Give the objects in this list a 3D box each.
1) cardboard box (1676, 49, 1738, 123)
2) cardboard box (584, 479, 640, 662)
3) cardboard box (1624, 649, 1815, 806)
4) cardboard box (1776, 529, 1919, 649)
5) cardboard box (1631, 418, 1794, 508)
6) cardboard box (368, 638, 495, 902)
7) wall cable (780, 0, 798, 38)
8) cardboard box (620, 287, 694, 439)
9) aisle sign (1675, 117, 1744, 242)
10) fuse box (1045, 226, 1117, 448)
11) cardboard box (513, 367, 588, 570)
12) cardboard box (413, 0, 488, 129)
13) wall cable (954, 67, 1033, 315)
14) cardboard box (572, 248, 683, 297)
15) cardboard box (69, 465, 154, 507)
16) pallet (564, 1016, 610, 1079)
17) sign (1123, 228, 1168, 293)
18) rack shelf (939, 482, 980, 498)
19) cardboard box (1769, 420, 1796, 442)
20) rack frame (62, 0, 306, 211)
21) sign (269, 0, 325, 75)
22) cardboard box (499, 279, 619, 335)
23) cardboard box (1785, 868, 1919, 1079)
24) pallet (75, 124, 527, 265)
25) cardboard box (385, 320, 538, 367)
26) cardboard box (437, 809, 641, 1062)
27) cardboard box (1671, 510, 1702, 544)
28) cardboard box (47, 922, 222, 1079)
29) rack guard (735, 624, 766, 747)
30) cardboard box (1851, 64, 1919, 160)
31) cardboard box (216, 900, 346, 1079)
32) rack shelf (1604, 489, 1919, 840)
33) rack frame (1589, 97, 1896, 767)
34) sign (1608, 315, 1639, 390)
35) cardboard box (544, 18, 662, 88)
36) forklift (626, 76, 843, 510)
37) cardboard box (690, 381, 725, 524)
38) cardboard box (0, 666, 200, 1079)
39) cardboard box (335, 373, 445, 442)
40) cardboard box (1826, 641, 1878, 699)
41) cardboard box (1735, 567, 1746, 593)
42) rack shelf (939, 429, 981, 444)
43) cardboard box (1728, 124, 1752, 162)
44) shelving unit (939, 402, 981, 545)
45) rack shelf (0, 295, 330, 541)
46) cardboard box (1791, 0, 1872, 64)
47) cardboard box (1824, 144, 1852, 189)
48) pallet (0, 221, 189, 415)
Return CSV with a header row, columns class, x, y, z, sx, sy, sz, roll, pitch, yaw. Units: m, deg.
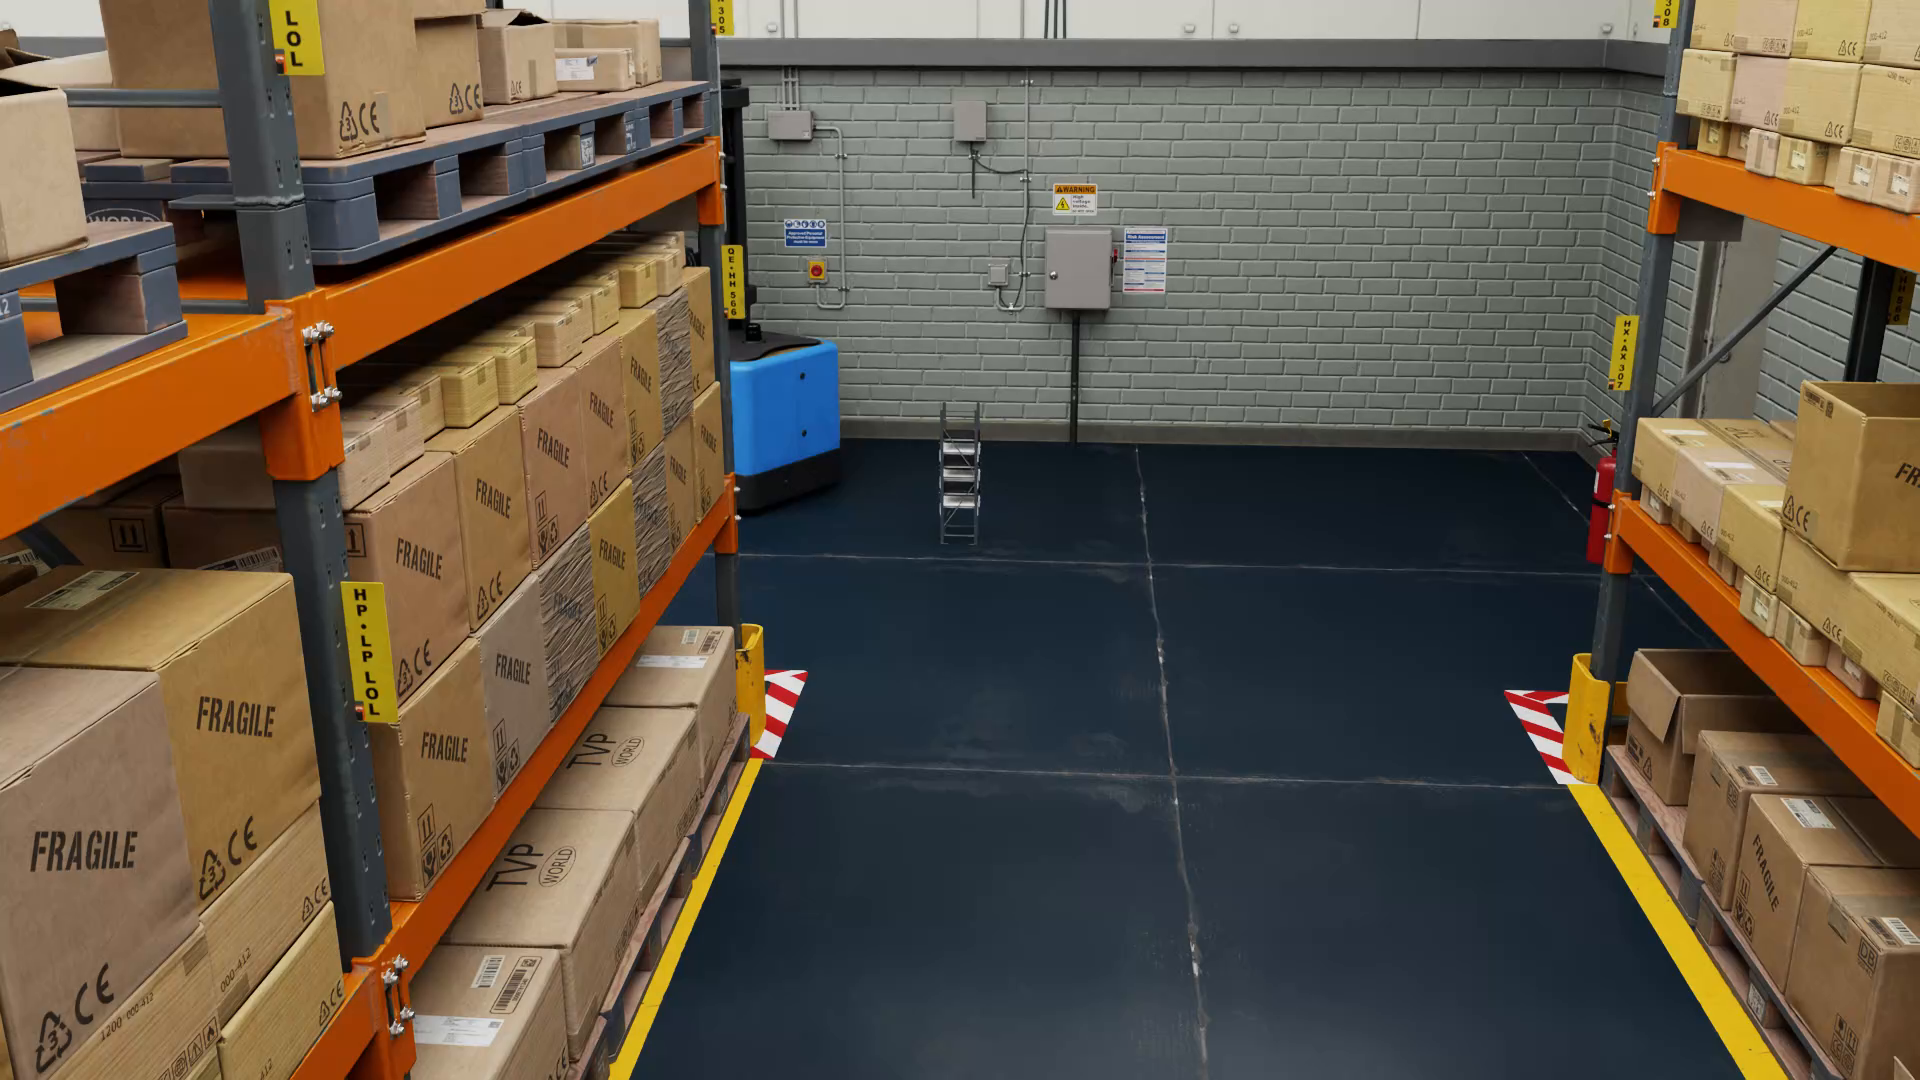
class,x,y,z,sx,sy,sz,roll,pitch,yaw
cardboard box,3.103,-1.747,6.383,0.500,0.250,0.500,1,18,3
cardboard box,-1.417,0.092,5.665,0.500,0.500,0.500,2,18,6
cardboard box,3.269,0.792,7.025,0.797,0.503,0.637,1,18,2
cardboard box,3.022,0.155,5.395,0.500,0.250,0.500,1,18,2
cardboard box,3.106,-0.318,6.840,0.500,0.250,0.500,1,18,4
cardboard box,-1.536,0.562,4.229,0.500,0.500,0.500,2,18,6
wall cable,-1.417,-5.116,12.086,0.463,3.000,0.029,1,18,4
cardboard box,-1.349,-0.697,6.468,0.500,0.500,0.500,1,18,4
aisle sign,3.119,-1.646,6.955,0.394,0.787,0.004,1,18,4
fuse box,0.922,-1.540,12.875,0.539,1.711,0.414,1,18,4
cardboard box,-1.464,-0.231,5.045,0.500,0.500,0.500,2,18,5
cardboard box,-1.766,-1.392,4.534,0.797,0.503,0.637,3,18,8
wall cable,0.253,-2.699,12.712,0.588,1.984,0.122,1,18,4
cardboard box,-1.299,-1.046,6.491,0.380,0.149,0.250,1,18,3
cardboard box,-2.126,-0.184,3.859,0.380,0.149,0.250,1,18,3
pallet,-1.698,1.840,4.968,1.003,0.211,1.213,1,18,4
sign,1.429,-2.160,12.852,0.329,0.494,0.001,1,18,4
rack shelf,0.001,-0.313,10.829,0.258,0.077,0.200,1,18,4
cardboard box,3.639,-0.304,6.798,0.500,0.250,0.500,2,18,6
rack frame,-1.831,-2.101,2.884,1.000,3.000,0.127,1,18,4
sign,-1.289,-1.062,3.194,0.100,0.325,0.005,1,18,4
cardboard box,-1.407,-0.810,5.770,0.380,0.149,0.250,2,18,5
cardboard box,3.094,1.380,5.234,0.700,0.500,0.500,1,18,2
pallet,-1.762,-0.888,4.140,1.003,0.211,1.213,1,18,4
cardboard box,-1.508,-0.571,5.041,0.380,0.149,0.250,1,18,4
cardboard box,-1.615,1.297,5.588,0.875,0.438,0.875,1,18,2
cardboard box,3.138,-0.088,6.777,0.380,0.149,0.250,2,18,5
cardboard box,-1.648,0.881,2.855,0.500,0.250,0.500,2,18,5
rack guard,-1.542,0.688,8.021,1.175,0.500,0.348,1,18,4
cardboard box,3.024,-1.269,4.923,0.500,0.250,0.500,1,18,3
cardboard box,-1.611,0.966,3.399,0.500,0.250,0.500,1,18,3
rack shelf,3.264,0.580,5.491,1.077,0.370,4.000,1,18,4
rack frame,3.407,-0.383,7.275,1.000,3.000,0.127,1,18,4
sign,2.866,-0.807,7.177,0.100,0.325,0.005,1,18,4
cardboard box,-1.486,-1.952,6.652,0.500,0.250,0.500,0,18,-1
forklift,-2.336,-1.926,12.095,3.031,2.935,1.130,13,22,34
cardboard box,-1.314,-0.384,7.119,0.500,0.500,0.500,1,18,4
cardboard box,-1.642,0.532,2.715,0.500,0.500,0.500,2,18,5
cardboard box,-1.571,-0.334,4.317,0.380,0.149,0.250,1,18,3
cardboard box,3.020,0.395,5.303,0.380,0.149,0.250,1,18,4
cardboard box,3.061,0.154,6.038,0.380,0.149,0.250,2,18,5
rack shelf,0.001,-0.655,10.717,0.258,0.077,0.200,1,18,4
cardboard box,3.160,-1.513,6.310,0.380,0.149,0.250,2,18,5
shelving unit,0.001,-0.430,10.791,0.258,0.900,0.210,1,18,4
rack shelf,-1.974,0.287,1.567,1.077,0.370,4.000,1,18,4
cardboard box,3.047,-1.670,5.346,0.500,0.250,0.500,1,18,3
cardboard box,3.036,-1.199,5.352,0.380,0.149,0.250,1,18,3
pallet,-1.847,-0.299,2.508,0.805,0.209,1.217,1,18,2
